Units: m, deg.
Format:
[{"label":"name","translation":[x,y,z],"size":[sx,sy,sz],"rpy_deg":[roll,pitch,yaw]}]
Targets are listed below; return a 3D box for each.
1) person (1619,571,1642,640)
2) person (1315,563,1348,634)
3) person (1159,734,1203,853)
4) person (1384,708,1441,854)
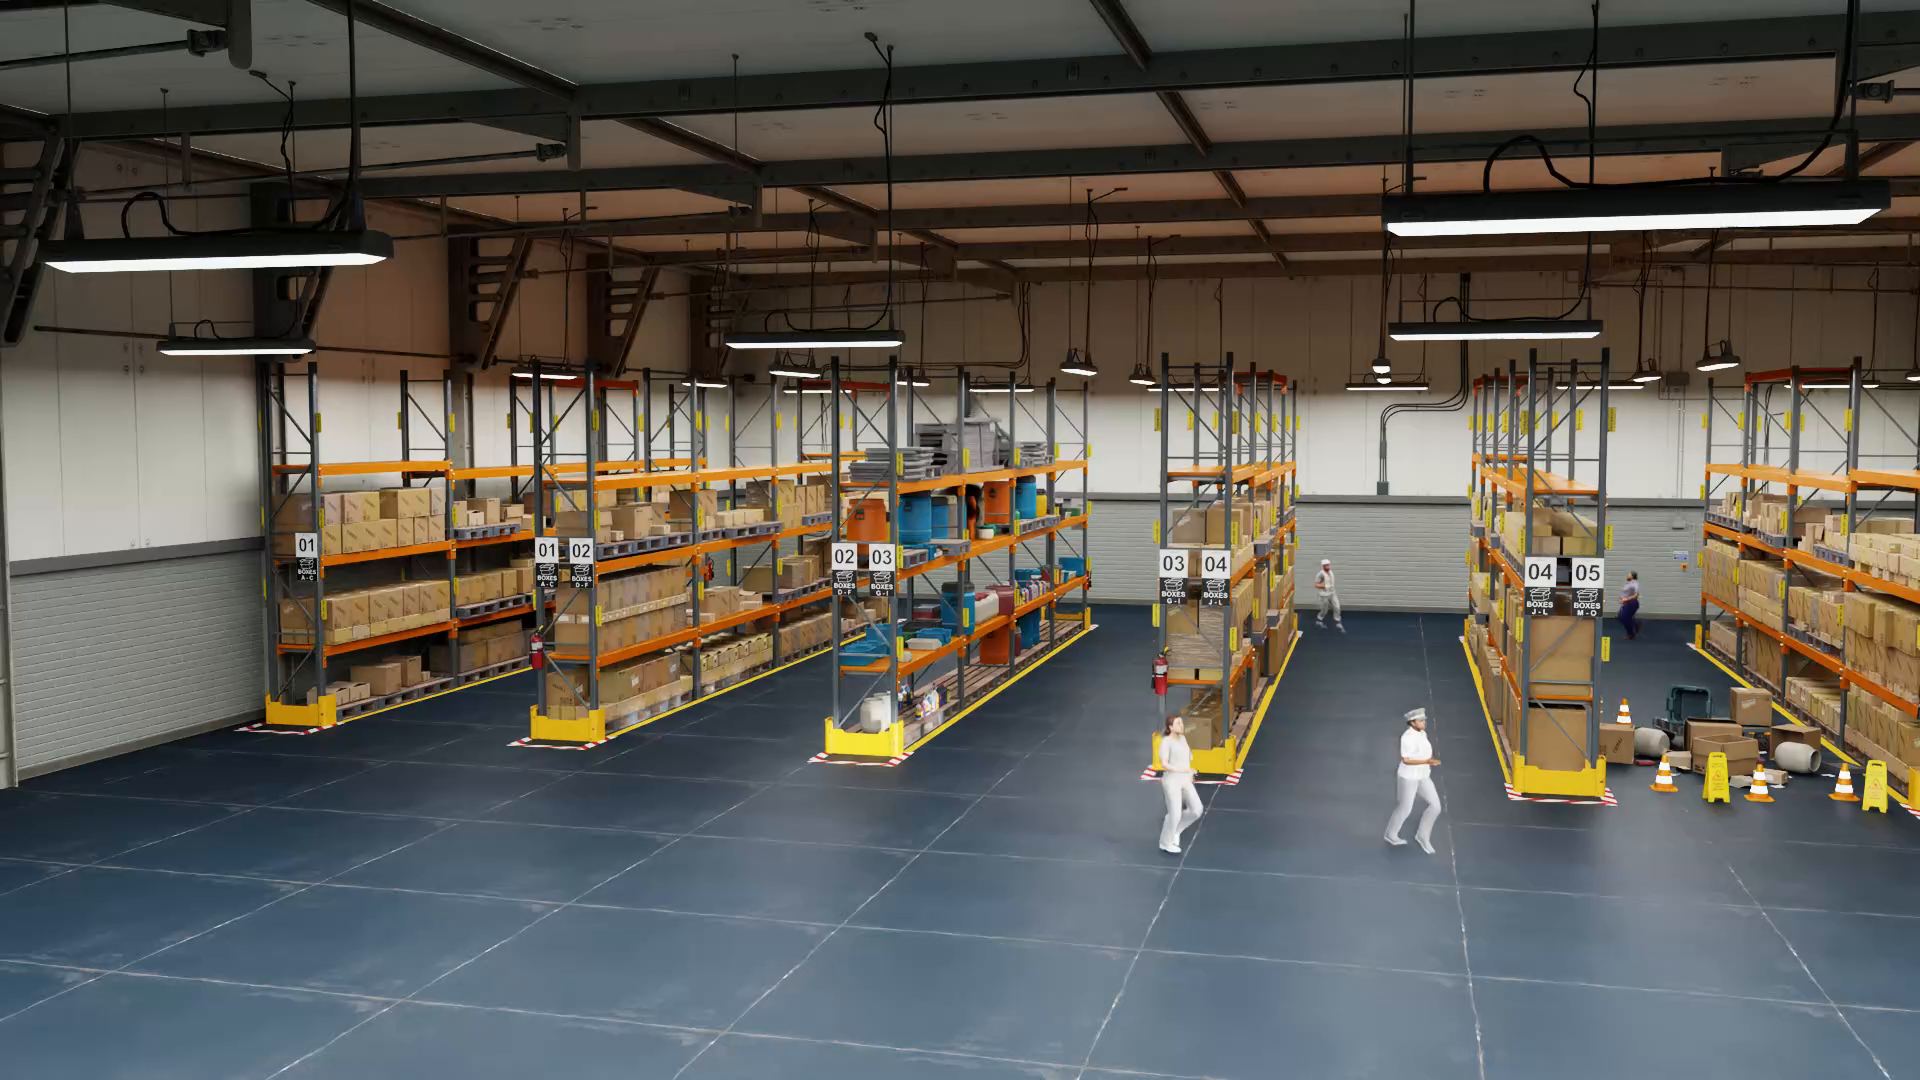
[{"label":"person","translation":[15.518,1.514,38.465],"size":[0.557,1.593,0.608],"rpy_deg":[1,4,8]},{"label":"person","translation":[8.699,1.356,39.624],"size":[0.688,1.728,0.912],"rpy_deg":[-2,5,-30]},{"label":"person","translation":[2.532,2.949,19.300],"size":[0.519,1.382,0.542],"rpy_deg":[-3,5,-40]},{"label":"person","translation":[5.319,2.804,19.405],"size":[0.523,1.733,0.765],"rpy_deg":[-3,5,-37]}]
